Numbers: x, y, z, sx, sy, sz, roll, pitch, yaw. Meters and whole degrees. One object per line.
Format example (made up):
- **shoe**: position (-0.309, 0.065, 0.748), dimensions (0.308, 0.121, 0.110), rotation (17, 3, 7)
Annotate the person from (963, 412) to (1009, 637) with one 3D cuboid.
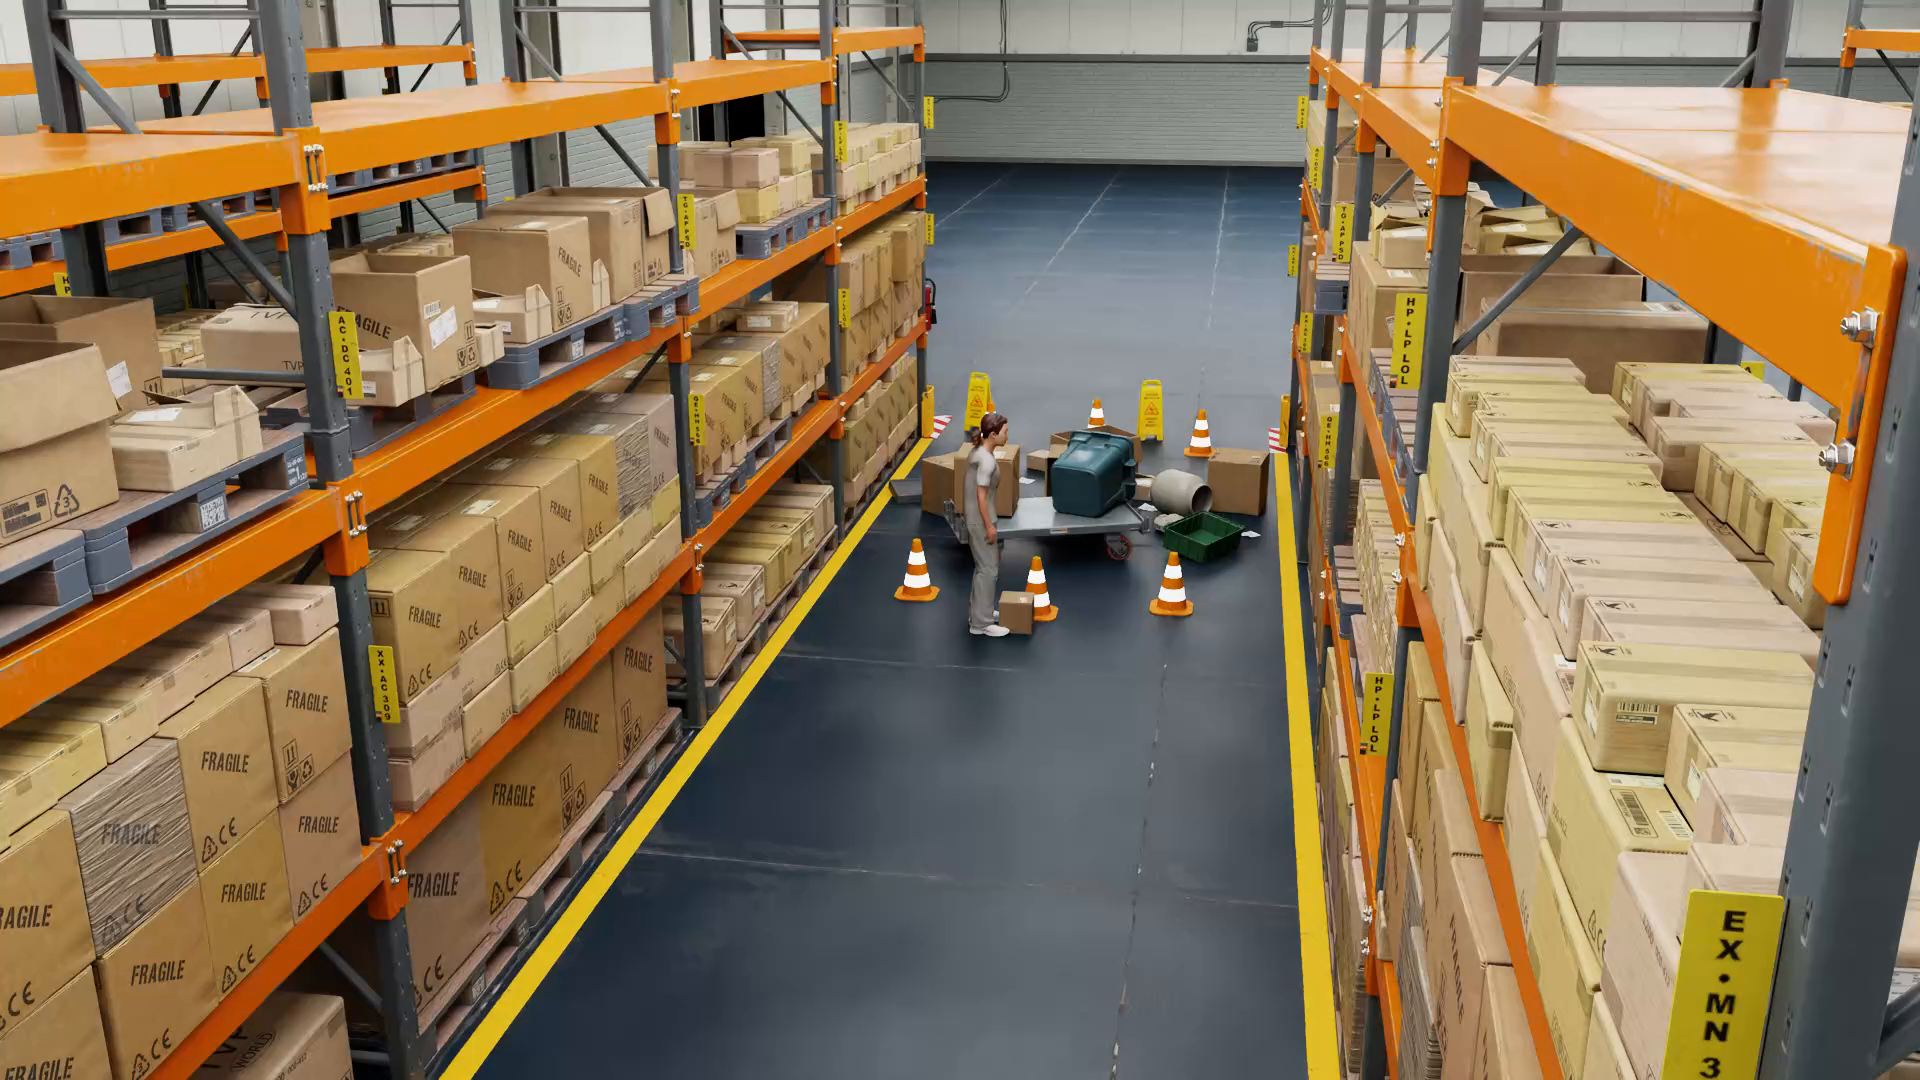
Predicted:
- **person**: position (0.196, -0.137, 12.477), dimensions (0.353, 1.673, 0.491), rotation (0, 18, 0)
